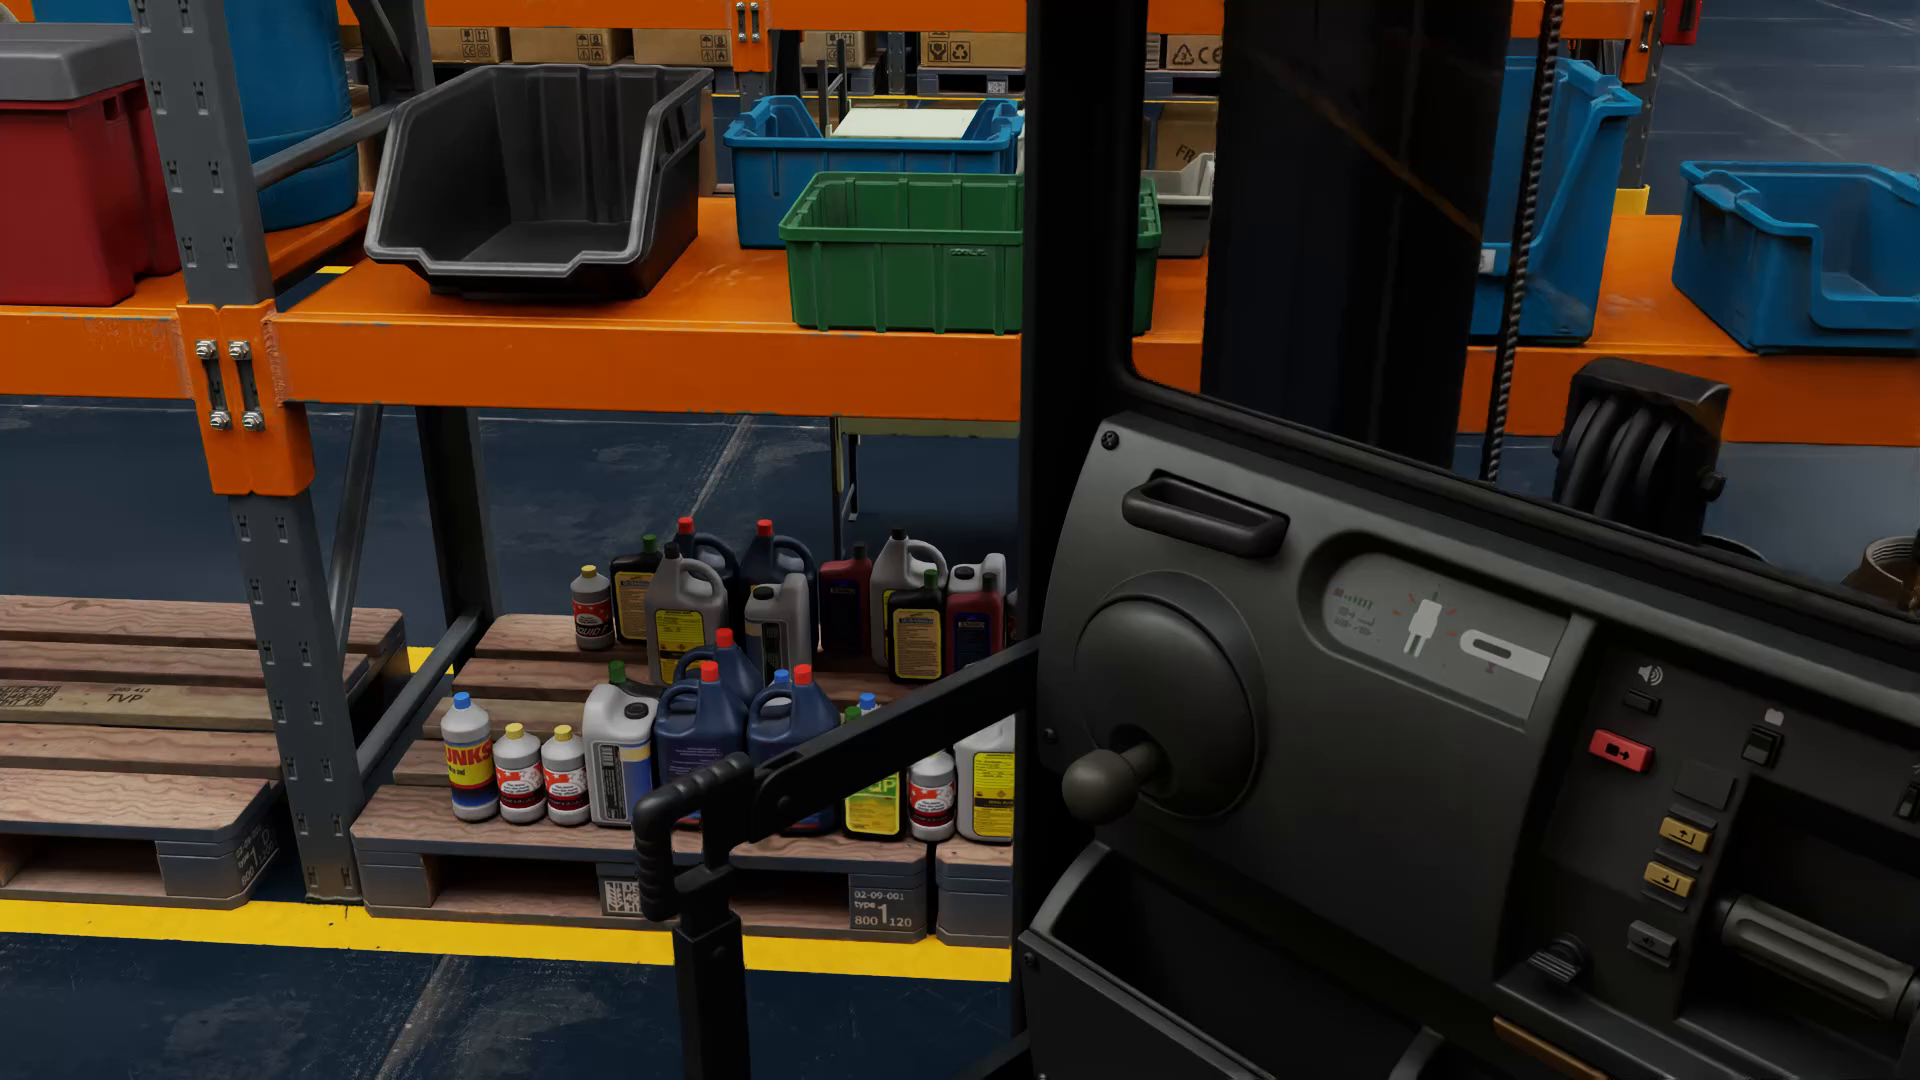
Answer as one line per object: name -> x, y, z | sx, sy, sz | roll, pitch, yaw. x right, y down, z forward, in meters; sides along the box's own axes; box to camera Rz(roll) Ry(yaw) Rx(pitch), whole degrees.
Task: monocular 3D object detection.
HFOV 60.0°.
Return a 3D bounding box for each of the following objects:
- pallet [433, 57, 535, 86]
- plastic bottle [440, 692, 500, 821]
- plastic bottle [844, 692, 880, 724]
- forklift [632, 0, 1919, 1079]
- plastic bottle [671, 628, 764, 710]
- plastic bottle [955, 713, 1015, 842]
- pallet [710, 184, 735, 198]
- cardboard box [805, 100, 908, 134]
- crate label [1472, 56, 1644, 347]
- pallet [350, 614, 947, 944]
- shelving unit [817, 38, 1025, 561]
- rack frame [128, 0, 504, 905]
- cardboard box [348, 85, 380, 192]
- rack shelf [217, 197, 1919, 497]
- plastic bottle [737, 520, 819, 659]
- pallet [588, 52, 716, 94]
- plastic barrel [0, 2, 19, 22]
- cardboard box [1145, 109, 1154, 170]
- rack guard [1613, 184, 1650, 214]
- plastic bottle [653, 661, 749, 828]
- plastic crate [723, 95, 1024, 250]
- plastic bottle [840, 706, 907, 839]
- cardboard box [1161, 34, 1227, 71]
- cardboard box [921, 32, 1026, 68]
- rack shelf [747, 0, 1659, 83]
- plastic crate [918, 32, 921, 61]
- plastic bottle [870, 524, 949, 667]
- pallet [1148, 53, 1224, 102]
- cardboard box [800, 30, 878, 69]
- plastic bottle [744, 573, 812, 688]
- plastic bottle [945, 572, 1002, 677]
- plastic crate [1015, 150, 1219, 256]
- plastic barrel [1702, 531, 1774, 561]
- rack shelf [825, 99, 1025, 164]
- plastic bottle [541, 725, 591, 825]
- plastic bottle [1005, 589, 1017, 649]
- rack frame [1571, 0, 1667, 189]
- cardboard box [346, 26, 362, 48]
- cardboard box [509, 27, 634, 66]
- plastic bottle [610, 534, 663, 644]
pallet -> -3.648, -3.725, 13.093 | 1.213, 0.211, 1.003 | 2, 25, 4
plastic bottle -> -1.015, 0.440, 3.443 | 0.097, 0.271, 0.097 | 0, 25, 0
plastic bottle -> -0.189, 0.441, 3.441 | 0.097, 0.271, 0.097 | 0, 25, 0
forklift -> 0.289, 0.196, 1.317 | 3.031, 2.935, 1.130 | -22, 32, -39
plastic bottle -> -0.515, 0.350, 3.544 | 0.185, 0.351, 0.144 | 2, 25, 4
plastic bottle -> 0.086, 0.430, 3.371 | 0.185, 0.351, 0.144 | 2, 25, 4
pallet -> -1.697, -1.614, 8.506 | 1.213, 0.211, 1.003 | 2, 25, 4
cardboard box -> -0.525, -1.882, 8.241 | 0.500, 0.500, 0.500 | 1, 25, 2
crate label -> 0.833, -0.627, 2.981 | 0.616, 0.435, 0.502 | 2, 25, 4
pallet -> -0.633, 0.513, 3.882 | 1.213, 0.211, 1.003 | 2, 25, 4
shelving unit -> 0.007, -0.681, 4.936 | 0.755, 1.500, 0.431 | 2, 25, 4
rack frame -> -1.300, -0.792, 3.384 | 0.127, 3.000, 1.000 | 2, 25, 4
cardboard box -> -3.119, -2.008, 8.490 | 0.500, 0.500, 0.700 | 4, 25, 8
rack shelf -> 0.695, -0.402, 3.395 | 4.000, 0.370, 1.077 | 2, 25, 4
plastic bottle -> -0.444, 0.118, 4.048 | 0.185, 0.351, 0.144 | 1, 25, 1
pallet -> -2.435, -3.685, 13.006 | 1.213, 0.211, 1.003 | 2, 25, 4
plastic barrel -> -2.237, -0.976, 3.620 | 0.433, 0.535, 0.433 | 0, 25, 0
cardboard box -> 0.672, -1.880, 8.236 | 0.500, 0.500, 0.500 | 0, 25, -1
rack guard -> 2.992, -1.596, 8.120 | 0.348, 0.500, 1.175 | 2, 25, 4
plastic bottle -> -0.526, 0.410, 3.413 | 0.185, 0.351, 0.144 | 3, 25, 5
plastic crate -> -0.175, -0.803, 3.584 | 0.616, 0.251, 0.499 | 2, 25, 4
plastic bottle -> -0.177, 0.469, 3.365 | 0.133, 0.283, 0.061 | 3, 25, 6
cardboard box -> 1.990, -4.040, 12.480 | 0.875, 0.875, 0.875 | 1, 25, 3
cardboard box -> 0.182, -4.097, 12.605 | 0.875, 0.875, 0.875 | 2, 25, 5
rack shelf -> 1.074, -2.466, 7.881 | 4.000, 0.370, 1.077 | 2, 25, 4
plastic crate -> -0.166, -4.210, 14.106 | 0.662, 0.188, 0.450 | 16, 39, 31
plastic bottle -> -0.122, 0.128, 4.026 | 0.185, 0.351, 0.144 | 2, 25, 4
pallet -> 1.532, -3.559, 12.732 | 1.213, 0.211, 1.003 | 2, 25, 4
cardboard box -> -1.066, -4.072, 12.700 | 0.750, 0.750, 1.050 | 2, 25, 4
plastic bottle -> -0.430, 0.214, 3.928 | 0.135, 0.276, 0.152 | 2, 25, 4
plastic bottle -> 0.032, 0.210, 3.929 | 0.133, 0.283, 0.061 | 2, 25, 4
plastic crate -> 0.339, -0.726, 3.555 | 0.437, 0.136, 0.530 | 2, 25, 4
plastic barrel -> 1.527, 0.270, 3.549 | 0.421, 0.512, 0.421 | 0, 25, 0
rack shelf -> 0.007, -1.036, 4.773 | 0.720, 0.370, 0.431 | 2, 25, 4
plastic bottle -> -0.813, 0.478, 3.443 | 0.097, 0.201, 0.097 | 0, 25, 0
plastic bottle -> 0.160, 0.195, 4.059 | 0.097, 0.201, 0.097 | 0, 25, 0
rack frame -> 3.068, -2.729, 7.592 | 0.127, 3.000, 1.000 | 2, 25, 4
cardboard box -> -5.114, -4.233, 13.349 | 0.500, 0.500, 0.500 | 1, 25, 2
cardboard box -> -2.956, -4.134, 12.835 | 0.750, 0.750, 1.050 | 2, 25, 5
plastic bottle -> -0.795, 0.120, 4.125 | 0.133, 0.283, 0.061 | 3, 25, 7
